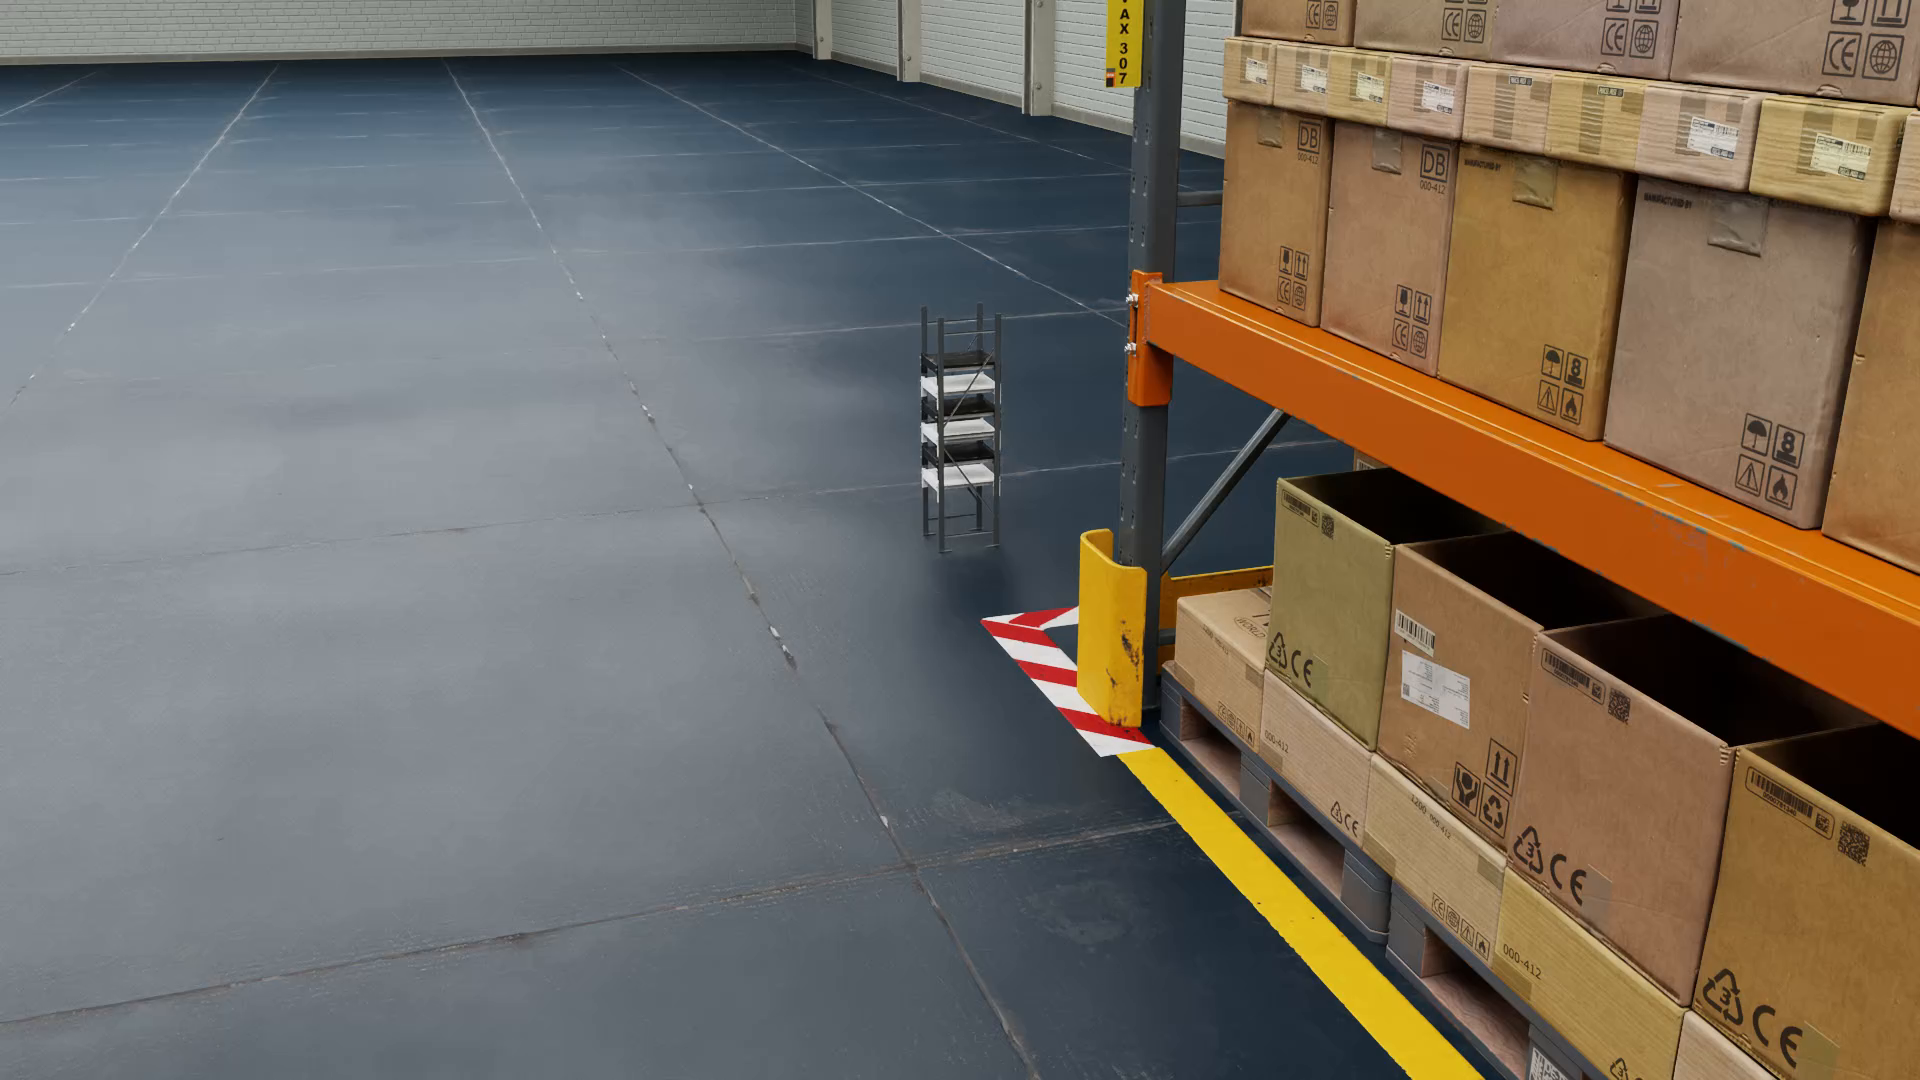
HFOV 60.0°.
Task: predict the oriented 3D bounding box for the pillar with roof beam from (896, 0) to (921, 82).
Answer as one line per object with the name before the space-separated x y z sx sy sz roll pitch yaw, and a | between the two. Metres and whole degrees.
pillar with roof beam | -4.928 -11.426 24.915 9.100 9.000 0.400 -6 21 -17

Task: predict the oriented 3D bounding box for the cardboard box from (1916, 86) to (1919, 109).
cardboard box | 1.754 -0.802 2.144 0.700 0.500 0.500 -6 21 -17

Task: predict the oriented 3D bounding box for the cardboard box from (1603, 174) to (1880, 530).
cardboard box | 1.583 -0.362 2.840 0.700 0.500 0.500 -6 21 -16

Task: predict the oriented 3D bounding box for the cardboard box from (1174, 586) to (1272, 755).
cardboard box | 0.917 0.329 4.509 0.500 0.250 0.500 -6 21 -17

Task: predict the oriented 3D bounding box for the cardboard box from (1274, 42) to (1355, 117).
cardboard box | 0.964 -1.082 3.885 0.380 0.149 0.250 -7 21 -19

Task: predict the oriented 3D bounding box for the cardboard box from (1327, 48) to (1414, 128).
cardboard box | 1.041 -1.002 3.661 0.380 0.149 0.250 -6 21 -17

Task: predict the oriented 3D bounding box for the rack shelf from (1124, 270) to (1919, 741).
rack shelf | 1.588 0.017 2.995 1.077 0.370 4.000 -6 21 -17

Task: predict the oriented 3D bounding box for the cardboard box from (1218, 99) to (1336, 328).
cardboard box | 1.094 -0.859 4.223 0.700 0.500 0.500 -6 21 -17

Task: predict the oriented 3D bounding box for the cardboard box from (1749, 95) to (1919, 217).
cardboard box | 1.444 -0.589 2.511 0.380 0.149 0.250 -6 21 -15

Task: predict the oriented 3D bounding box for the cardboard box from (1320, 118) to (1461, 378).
cardboard box | 1.264 -0.691 3.755 0.700 0.500 0.500 -6 21 -16

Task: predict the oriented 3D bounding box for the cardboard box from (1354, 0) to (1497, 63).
cardboard box | 1.281 -1.284 3.488 0.700 0.500 0.500 -7 21 -19

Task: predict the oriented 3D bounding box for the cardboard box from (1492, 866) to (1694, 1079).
cardboard box | 1.387 0.811 3.169 0.500 0.250 0.500 -6 21 -17

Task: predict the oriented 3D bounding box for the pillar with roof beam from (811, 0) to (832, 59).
pillar with roof beam | -6.814 -13.351 30.275 9.100 9.000 0.400 -6 21 -17

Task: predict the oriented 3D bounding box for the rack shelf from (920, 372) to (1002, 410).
rack shelf | 0.003 -0.559 6.208 0.258 0.077 0.200 -6 21 -17

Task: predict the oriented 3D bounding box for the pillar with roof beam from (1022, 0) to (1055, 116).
pillar with roof beam | -3.042 -9.500 19.554 9.100 9.000 0.400 -6 21 -17

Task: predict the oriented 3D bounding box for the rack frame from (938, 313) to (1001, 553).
rack frame | 0.034 -0.388 6.166 0.240 0.900 0.006 -6 21 -17

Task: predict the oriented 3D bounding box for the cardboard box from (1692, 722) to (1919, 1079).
cardboard box | 1.557 0.617 2.599 0.500 0.500 0.500 -6 21 -17

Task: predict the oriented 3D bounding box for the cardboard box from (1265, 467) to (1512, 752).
cardboard box | 1.076 0.136 3.936 0.500 0.500 0.500 -6 21 -17

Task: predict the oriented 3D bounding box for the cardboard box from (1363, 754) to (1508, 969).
cardboard box | 1.234 0.650 3.617 0.500 0.250 0.500 -6 21 -17

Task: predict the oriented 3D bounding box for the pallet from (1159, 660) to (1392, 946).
pallet | 1.240 0.590 4.461 1.003 0.211 1.213 -6 21 -17

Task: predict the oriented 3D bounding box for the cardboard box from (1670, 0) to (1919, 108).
cardboard box | 1.598 -0.962 2.590 0.700 0.500 0.500 -6 21 -17

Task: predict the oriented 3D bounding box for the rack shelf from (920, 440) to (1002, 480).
rack shelf | 0.003 -0.305 6.299 0.258 0.077 0.200 -6 21 -17

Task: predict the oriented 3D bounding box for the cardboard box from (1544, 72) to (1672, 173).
cardboard box | 1.285 -0.754 2.970 0.380 0.149 0.250 -7 21 -18

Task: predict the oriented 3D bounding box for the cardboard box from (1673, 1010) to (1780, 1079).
cardboard box | 1.545 0.971 2.722 0.500 0.250 0.500 -6 21 -17

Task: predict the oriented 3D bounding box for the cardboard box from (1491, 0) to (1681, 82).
cardboard box | 1.440 -1.123 3.038 0.700 0.500 0.500 -6 21 -17

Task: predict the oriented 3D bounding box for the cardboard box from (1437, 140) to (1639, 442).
cardboard box | 1.414 -0.531 3.310 0.700 0.500 0.500 -6 21 -17

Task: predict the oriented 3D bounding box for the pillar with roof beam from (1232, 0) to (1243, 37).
pillar with roof beam | -1.156 -7.575 14.193 9.100 9.000 0.400 -6 21 -17

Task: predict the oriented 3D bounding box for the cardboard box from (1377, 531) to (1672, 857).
cardboard box | 1.245 0.295 3.494 0.500 0.500 0.500 -6 21 -17

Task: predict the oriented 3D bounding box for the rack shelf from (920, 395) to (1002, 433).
rack shelf | 0.003 -0.474 6.238 0.258 0.077 0.200 -6 21 -17

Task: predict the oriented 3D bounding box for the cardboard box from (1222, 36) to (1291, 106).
cardboard box | 0.878 -1.167 4.120 0.380 0.149 0.250 -7 21 -18

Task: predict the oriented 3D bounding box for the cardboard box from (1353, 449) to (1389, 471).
cardboard box | 1.411 -0.079 4.536 0.500 0.500 0.500 -6 21 -17

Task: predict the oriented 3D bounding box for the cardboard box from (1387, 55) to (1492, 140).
cardboard box | 1.118 -0.921 3.435 0.380 0.149 0.250 -7 21 -18

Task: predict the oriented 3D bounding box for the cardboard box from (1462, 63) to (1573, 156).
cardboard box | 1.204 -0.836 3.198 0.380 0.149 0.250 -7 21 -19

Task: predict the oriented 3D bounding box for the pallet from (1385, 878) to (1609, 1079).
pallet | 1.619 0.981 3.373 1.003 0.211 1.213 -6 21 -17

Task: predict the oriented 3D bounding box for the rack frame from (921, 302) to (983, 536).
rack frame | -0.029 -0.454 6.348 0.240 0.900 0.006 -6 21 -17

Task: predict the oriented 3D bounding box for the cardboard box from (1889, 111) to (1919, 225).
cardboard box | 1.530 -0.504 2.275 0.380 0.149 0.250 -6 21 -16

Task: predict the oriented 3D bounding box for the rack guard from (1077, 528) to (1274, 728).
rack guard | 0.952 0.206 5.104 1.175 0.500 0.348 -6 21 -17

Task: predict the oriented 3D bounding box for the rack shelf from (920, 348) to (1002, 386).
rack shelf | 0.003 -0.644 6.177 0.258 0.077 0.200 -6 21 -17

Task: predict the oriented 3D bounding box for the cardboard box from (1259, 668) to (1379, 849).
cardboard box | 1.078 0.489 4.064 0.500 0.250 0.500 -6 21 -17

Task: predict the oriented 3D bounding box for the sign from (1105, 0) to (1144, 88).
sign | 0.431 -1.351 4.342 0.100 0.325 0.005 -6 21 -17

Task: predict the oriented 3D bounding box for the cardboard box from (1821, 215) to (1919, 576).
cardboard box | 1.745 -0.198 2.383 0.700 0.500 0.500 -6 21 -16

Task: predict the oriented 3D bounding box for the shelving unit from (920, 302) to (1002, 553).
shelving unit | 0.003 -0.421 6.257 0.258 0.900 0.210 -6 21 -17

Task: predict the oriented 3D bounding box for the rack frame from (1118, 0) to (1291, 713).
rack frame | 0.959 -0.963 4.660 1.000 3.000 0.127 -6 21 -17

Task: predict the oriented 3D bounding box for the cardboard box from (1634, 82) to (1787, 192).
cardboard box | 1.361 -0.673 2.746 0.380 0.149 0.250 -6 21 -17

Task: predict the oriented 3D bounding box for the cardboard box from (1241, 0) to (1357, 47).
cardboard box | 1.111 -1.453 3.956 0.700 0.500 0.500 -6 21 -17

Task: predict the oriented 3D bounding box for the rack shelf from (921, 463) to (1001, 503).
rack shelf | 0.003 -0.220 6.329 0.258 0.077 0.200 -6 21 -17

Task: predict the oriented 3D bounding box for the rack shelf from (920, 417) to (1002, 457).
rack shelf | 0.003 -0.390 6.268 0.258 0.077 0.200 -6 21 -17

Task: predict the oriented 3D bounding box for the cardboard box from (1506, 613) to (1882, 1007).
cardboard box | 1.386 0.458 3.042 0.500 0.500 0.500 -6 21 -17
